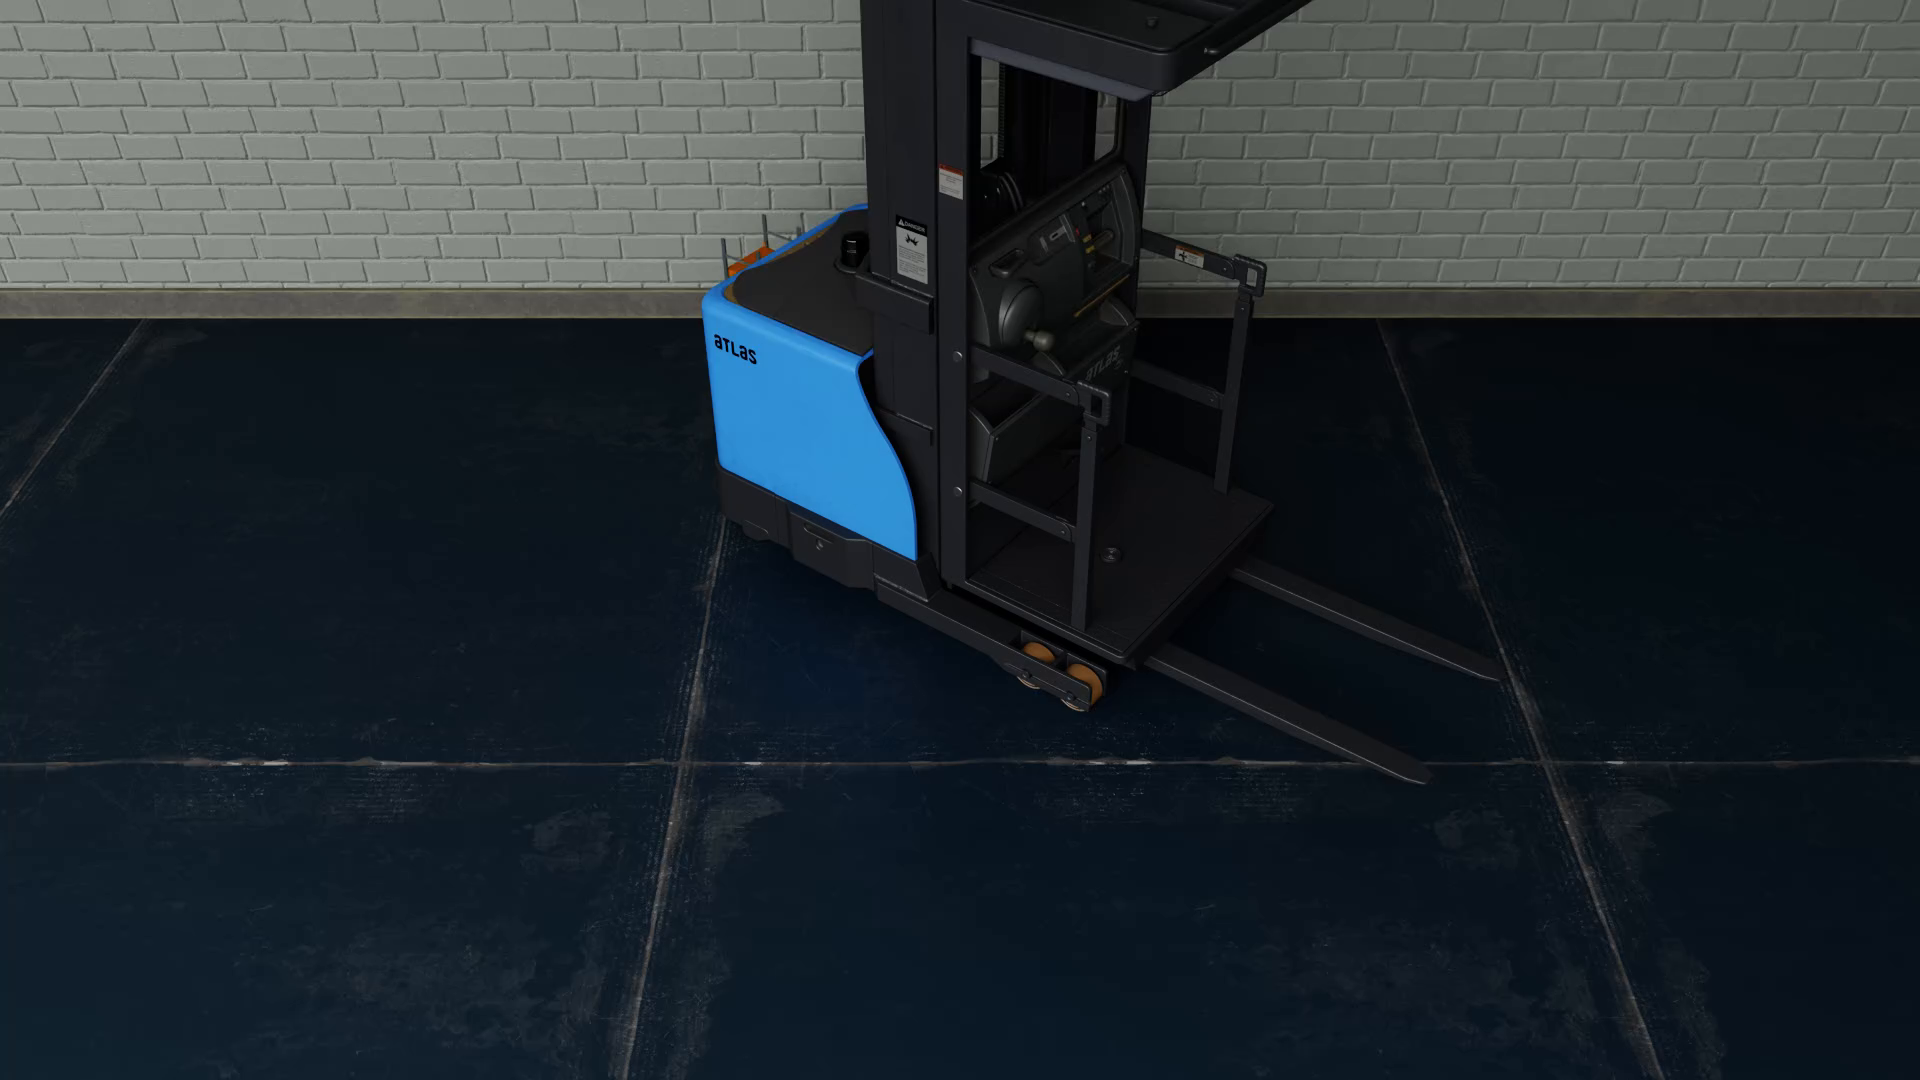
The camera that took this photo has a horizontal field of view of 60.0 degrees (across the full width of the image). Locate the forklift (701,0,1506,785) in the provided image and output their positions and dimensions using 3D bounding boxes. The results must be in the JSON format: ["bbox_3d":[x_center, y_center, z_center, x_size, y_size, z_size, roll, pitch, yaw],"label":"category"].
[{"bbox_3d":[0.502,-0.909,5.540,3.031,2.935,1.130,25,45,28],"label":"forklift"}]

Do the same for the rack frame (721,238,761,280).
[{"bbox_3d":[-0.860,-0.744,6.839,0.200,1.050,0.008,24,45,27],"label":"rack frame"}]

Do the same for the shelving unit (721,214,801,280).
[{"bbox_3d":[-0.789,-0.806,6.916,0.215,1.050,0.252,24,45,27],"label":"shelving unit"}]

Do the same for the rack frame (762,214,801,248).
[{"bbox_3d":[-0.717,-0.868,6.993,0.200,1.050,0.008,24,45,27],"label":"rack frame"}]

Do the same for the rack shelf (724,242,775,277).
[{"bbox_3d":[-0.789,-1.019,6.745,0.215,0.259,0.240,24,45,27],"label":"rack shelf"}]
